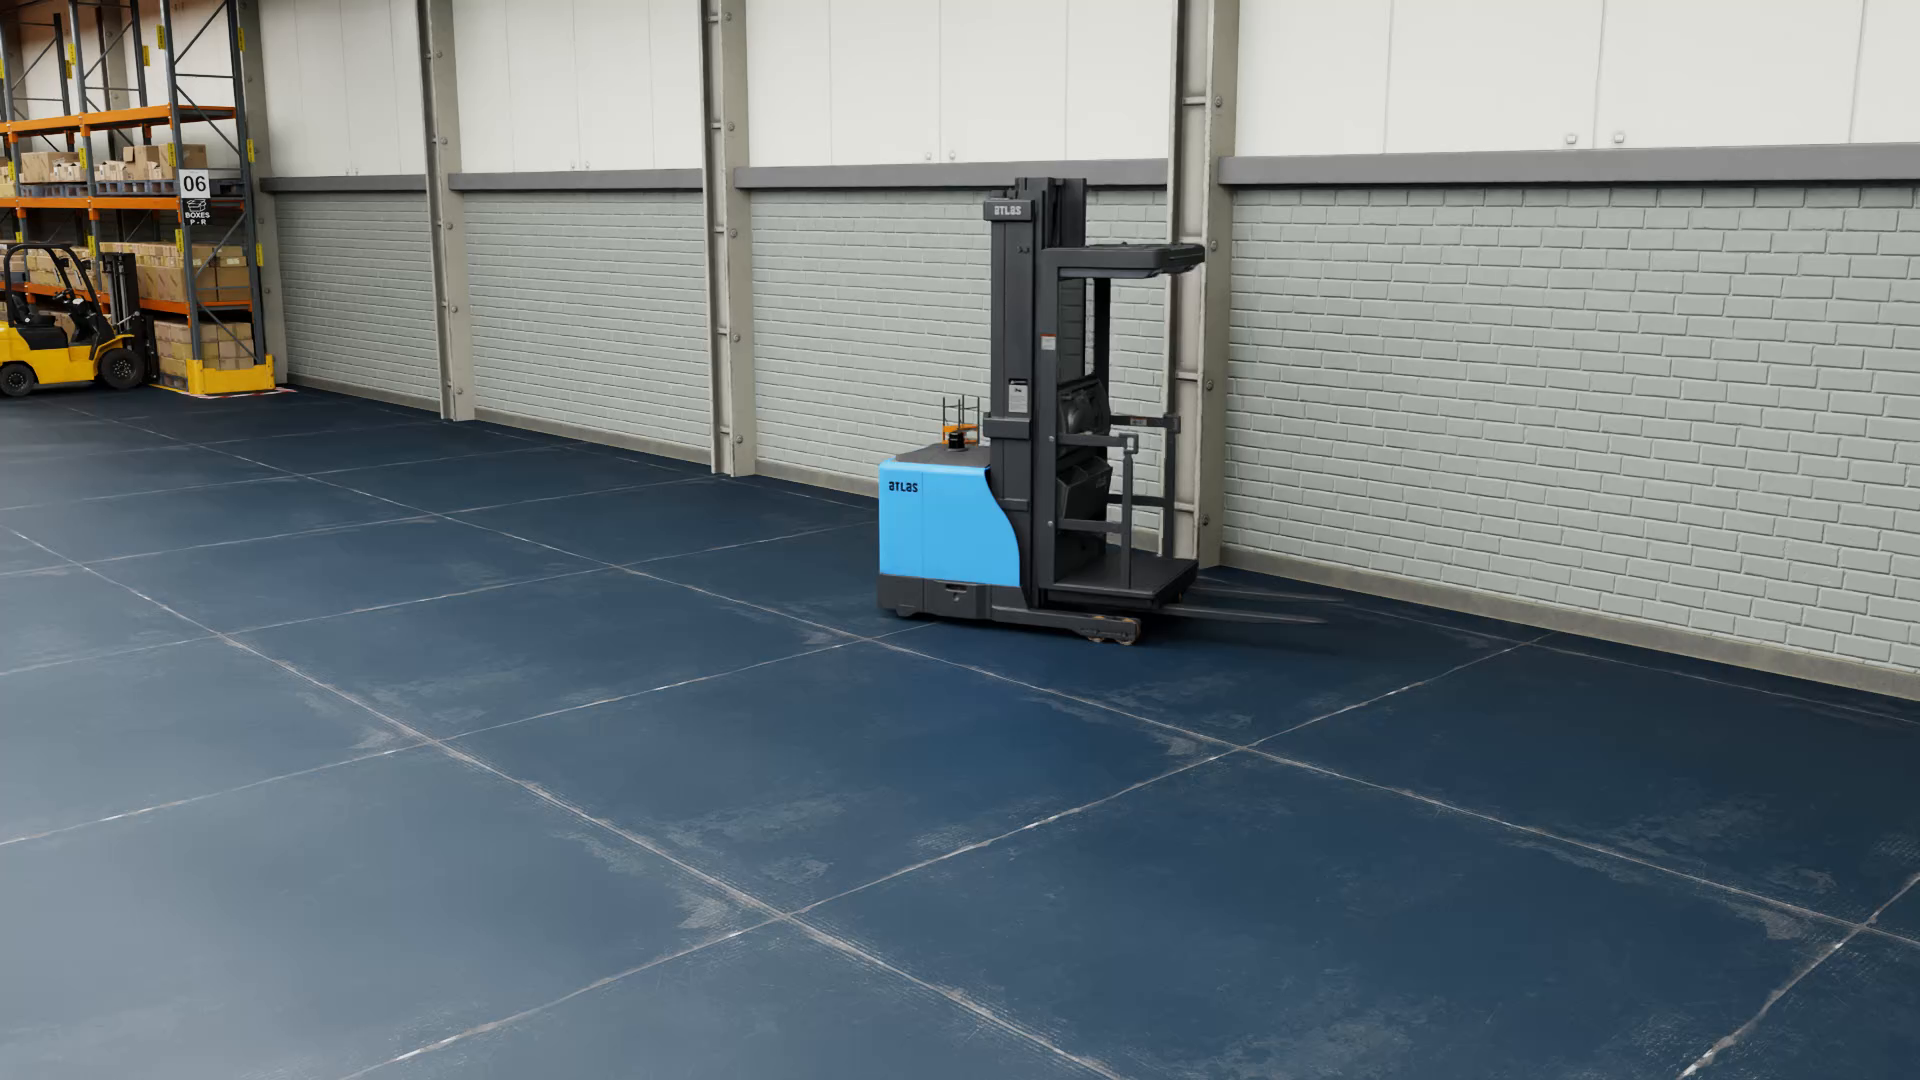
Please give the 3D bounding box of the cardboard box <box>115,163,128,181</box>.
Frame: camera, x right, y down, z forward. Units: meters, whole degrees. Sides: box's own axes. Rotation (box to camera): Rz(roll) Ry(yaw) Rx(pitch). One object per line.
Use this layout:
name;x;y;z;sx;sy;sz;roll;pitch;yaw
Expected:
cardboard box;-12.758;-5.671;25.612;0.258;0.266;0.396;11;16;44

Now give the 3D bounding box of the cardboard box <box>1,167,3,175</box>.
cardboard box;-17.248;-6.729;30.351;0.380;0.149;0.250;-11;16;-43

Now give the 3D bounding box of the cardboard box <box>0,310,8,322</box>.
cardboard box;-17.847;-4.092;31.494;0.500;0.500;0.500;11;16;43

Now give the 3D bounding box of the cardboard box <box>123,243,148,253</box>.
cardboard box;-12.827;-4.548;25.963;0.380;0.149;0.250;-11;16;-43

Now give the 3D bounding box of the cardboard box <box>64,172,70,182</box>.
cardboard box;-14.543;-5.990;27.455;0.380;0.149;0.250;-11;16;-43

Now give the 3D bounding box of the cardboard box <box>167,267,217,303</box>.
cardboard box;-11.331;-3.772;24.538;0.500;0.500;0.500;-11;16;-44

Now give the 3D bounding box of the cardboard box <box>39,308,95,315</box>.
cardboard box;-15.905;-3.805;29.790;0.875;0.625;0.625;-10;15;-41

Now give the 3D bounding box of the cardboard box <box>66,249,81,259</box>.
cardboard box;-14.864;-4.839;28.112;0.380;0.149;0.250;-11;16;-42

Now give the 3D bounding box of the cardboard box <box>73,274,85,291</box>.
cardboard box;-14.452;-4.308;27.758;0.500;0.250;0.500;-11;16;-43

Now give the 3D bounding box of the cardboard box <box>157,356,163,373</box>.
cardboard box;-12.030;-2.719;25.451;0.500;0.250;0.500;-11;16;-42

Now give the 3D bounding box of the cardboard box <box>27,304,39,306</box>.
cardboard box;-17.211;-4.271;30.756;0.250;0.149;0.380;11;16;43

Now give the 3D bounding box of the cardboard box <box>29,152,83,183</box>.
cardboard box;-15.581;-6.429;28.711;0.700;0.500;0.500;-11;16;-44

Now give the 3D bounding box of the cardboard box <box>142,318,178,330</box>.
cardboard box;-12.402;-3.281;25.699;0.500;0.250;0.500;-11;16;-44

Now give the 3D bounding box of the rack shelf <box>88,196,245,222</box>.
rack shelf;-12.182;-5.096;25.564;1.077;0.370;4.000;-11;16;-43

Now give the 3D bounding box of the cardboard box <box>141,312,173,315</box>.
cardboard box;-13.084;-3.575;27.127;0.500;0.250;0.500;-10;16;-41

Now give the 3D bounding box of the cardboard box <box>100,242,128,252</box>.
cardboard box;-13.558;-4.696;26.679;0.380;0.149;0.250;-10;16;-41

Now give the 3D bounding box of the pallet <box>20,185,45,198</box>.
pallet;-15.792;-6.145;29.340;1.213;0.211;1.003;-10;15;-40

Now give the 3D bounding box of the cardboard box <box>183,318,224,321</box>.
cardboard box;-11.681;-3.280;25.693;0.500;0.250;0.500;-11;16;-43

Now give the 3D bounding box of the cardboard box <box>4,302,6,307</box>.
cardboard box;-17.878;-4.432;31.534;0.380;0.149;0.250;-11;16;-42

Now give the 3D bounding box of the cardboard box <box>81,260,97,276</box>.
cardboard box;-14.087;-4.479;27.350;0.500;0.250;0.500;-11;16;-44

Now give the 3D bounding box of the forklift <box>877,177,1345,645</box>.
forklift;1.004;-0.885;10.942;3.031;2.935;1.130;5;13;22

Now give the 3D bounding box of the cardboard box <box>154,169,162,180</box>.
cardboard box;-11.593;-5.367;24.429;0.250;0.149;0.380;11;16;44

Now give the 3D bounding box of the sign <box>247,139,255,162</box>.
sign;-10.396;-5.700;24.350;0.100;0.325;0.005;-11;16;-43

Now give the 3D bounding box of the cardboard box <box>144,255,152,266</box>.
cardboard box;-12.147;-4.250;25.250;0.380;0.149;0.250;-11;16;-42

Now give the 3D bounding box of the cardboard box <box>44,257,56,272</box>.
cardboard box;-15.503;-4.776;28.791;0.500;0.250;0.500;11;16;44

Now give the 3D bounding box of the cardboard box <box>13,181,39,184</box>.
cardboard box;-16.745;-6.464;29.805;0.380;0.149;0.250;-10;16;-41

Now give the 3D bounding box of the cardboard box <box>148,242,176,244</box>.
cardboard box;-12.789;-4.700;26.699;0.380;0.149;0.250;-11;16;-43

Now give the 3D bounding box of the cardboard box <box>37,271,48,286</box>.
cardboard box;-15.852;-4.609;29.220;0.500;0.250;0.500;-11;16;-44

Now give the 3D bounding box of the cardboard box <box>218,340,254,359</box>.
cardboard box;-10.976;-2.889;25.035;0.500;0.250;0.500;-11;16;-42

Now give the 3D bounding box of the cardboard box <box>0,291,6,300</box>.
cardboard box;-18.819;-4.763;32.406;0.250;0.149;0.380;11;16;42

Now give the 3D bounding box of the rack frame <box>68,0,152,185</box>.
rack frame;-13.563;-7.210;26.605;1.000;3.000;0.127;-11;16;-43

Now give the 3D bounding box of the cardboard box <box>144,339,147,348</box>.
cardboard box;-12.417;-3.040;25.766;0.500;0.250;0.500;-11;16;-43

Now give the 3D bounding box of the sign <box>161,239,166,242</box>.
sign;-13.163;-4.812;27.492;0.100;0.325;0.005;-11;16;-43

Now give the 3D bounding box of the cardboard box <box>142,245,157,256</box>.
cardboard box;-12.155;-4.395;25.219;0.380;0.149;0.250;-10;16;-41

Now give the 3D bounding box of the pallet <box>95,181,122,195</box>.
pallet;-12.956;-5.576;26.330;1.003;0.211;1.213;-11;16;-43

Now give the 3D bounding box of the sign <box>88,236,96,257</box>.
sign;-13.949;-4.723;26.728;0.100;0.325;0.005;-11;16;-43

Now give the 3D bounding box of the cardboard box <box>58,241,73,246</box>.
cardboard box;-16.568;-5.207;30.462;0.500;0.500;0.500;-10;15;-40

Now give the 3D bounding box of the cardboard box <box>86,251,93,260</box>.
cardboard box;-14.151;-4.692;27.398;0.380;0.149;0.250;-11;16;-43

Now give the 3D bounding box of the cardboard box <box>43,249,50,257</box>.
cardboard box;-15.748;-5.025;29.014;0.380;0.149;0.250;-11;16;-42

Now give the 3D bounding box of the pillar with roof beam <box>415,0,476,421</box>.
pillar with roof beam;-9.600;-5.378;17.713;9.100;9.000;0.400;-11;16;-43

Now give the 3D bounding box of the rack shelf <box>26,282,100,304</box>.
rack shelf;-14.945;-4.211;28.700;1.077;0.370;4.000;-11;16;-43

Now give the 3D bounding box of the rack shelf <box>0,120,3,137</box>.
rack shelf;-20.469;-8.315;33.762;1.077;0.370;4.000;-11;16;-43

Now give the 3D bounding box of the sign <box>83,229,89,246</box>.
sign;-15.927;-5.500;30.305;0.100;0.325;0.005;-11;16;-43

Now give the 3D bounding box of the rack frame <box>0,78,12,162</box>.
rack frame;-19.088;-8.377;32.272;1.000;3.000;0.127;-11;16;-43

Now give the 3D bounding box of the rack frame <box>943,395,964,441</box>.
rack frame;-0.053;-0.599;13.845;0.240;1.200;0.006;-11;16;-43

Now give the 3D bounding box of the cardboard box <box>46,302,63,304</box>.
cardboard box;-16.975;-4.394;31.352;0.250;0.149;0.380;11;16;43

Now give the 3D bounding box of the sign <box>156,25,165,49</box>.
sign;-11.203;-7.049;23.313;0.100;0.325;0.005;-11;16;-43

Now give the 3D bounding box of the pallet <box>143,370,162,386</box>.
pallet;-12.198;-2.606;26.036;1.003;0.211;1.213;-11;16;-43

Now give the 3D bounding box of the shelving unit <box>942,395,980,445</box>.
shelving unit;0.010;-0.586;13.780;0.258;1.200;0.189;-11;16;-43

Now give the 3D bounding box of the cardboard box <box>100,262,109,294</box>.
cardboard box;-13.446;-4.219;26.710;0.500;0.500;0.500;11;16;44

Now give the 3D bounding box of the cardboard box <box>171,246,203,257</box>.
cardboard box;-11.394;-4.255;24.537;0.380;0.149;0.250;-11;16;-42

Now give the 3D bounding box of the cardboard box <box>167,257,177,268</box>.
cardboard box;-11.441;-4.099;24.519;0.380;0.149;0.250;-11;16;-42
